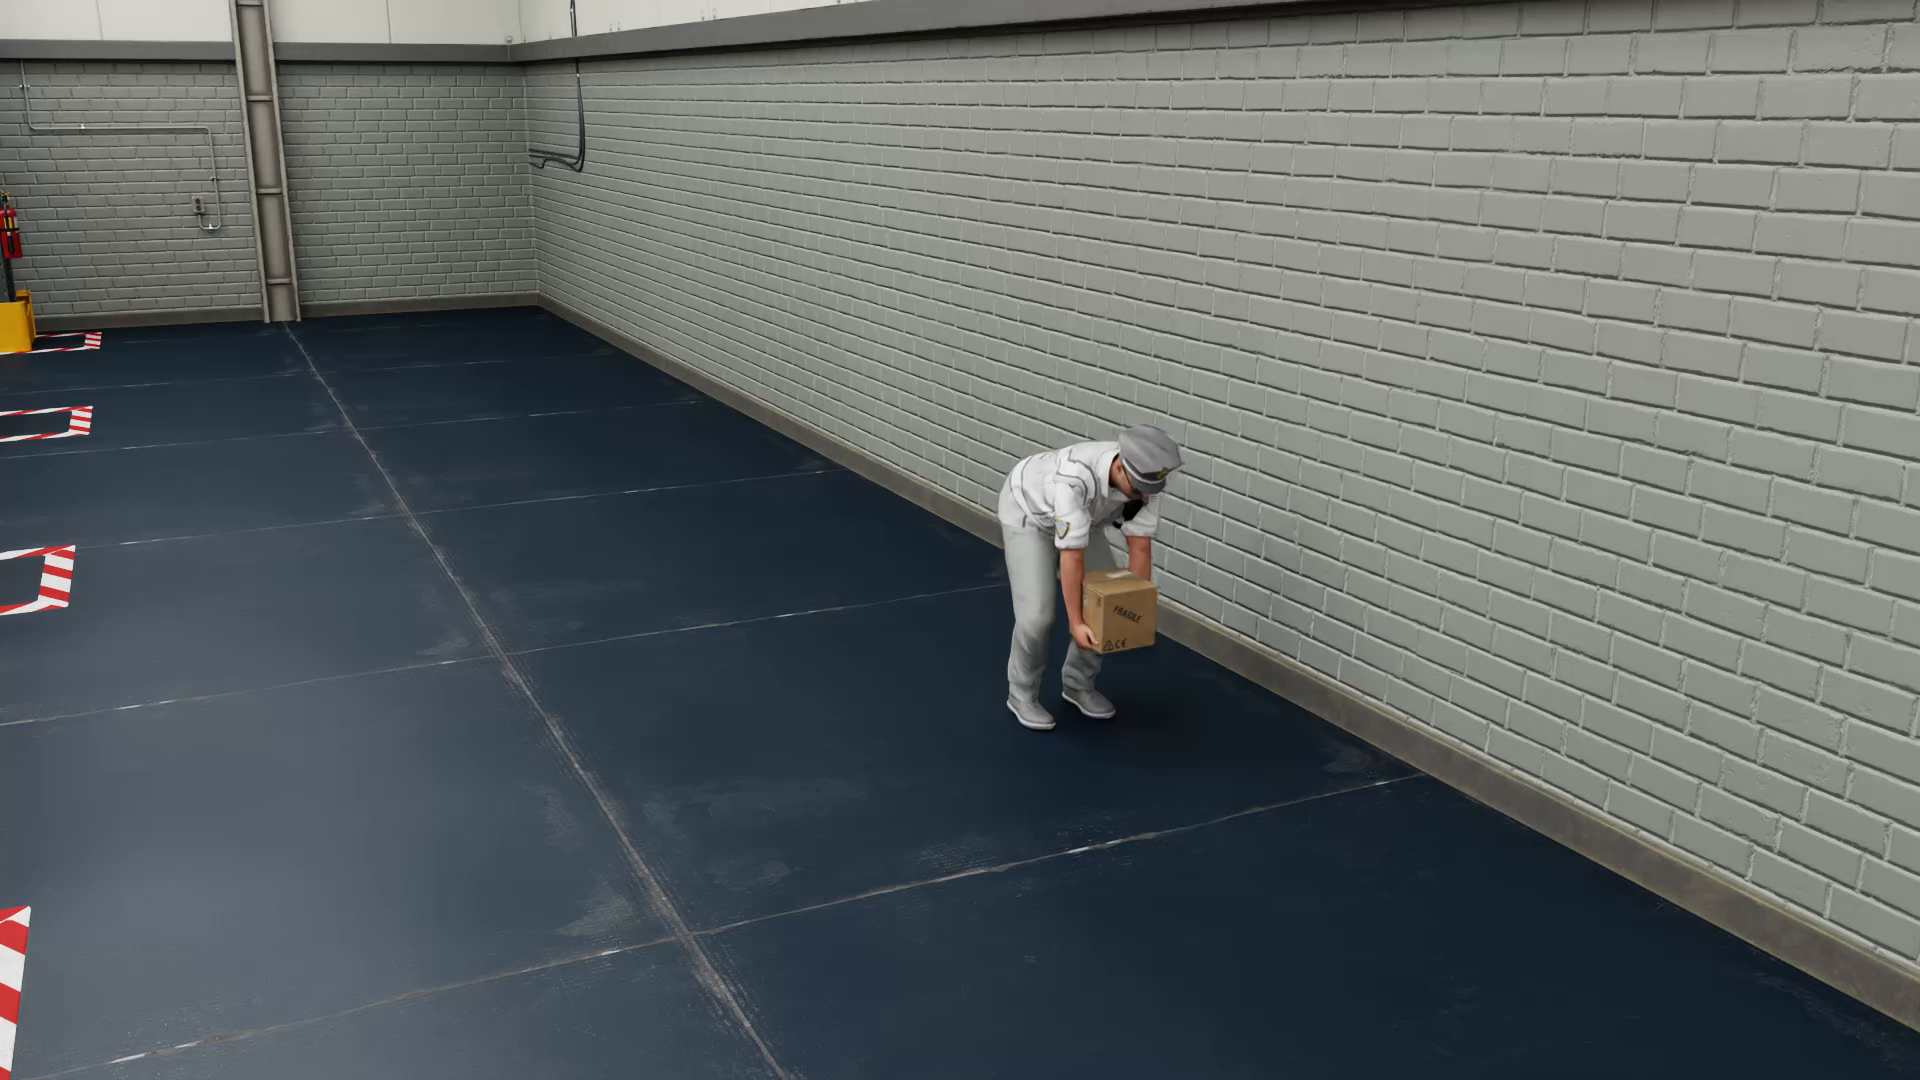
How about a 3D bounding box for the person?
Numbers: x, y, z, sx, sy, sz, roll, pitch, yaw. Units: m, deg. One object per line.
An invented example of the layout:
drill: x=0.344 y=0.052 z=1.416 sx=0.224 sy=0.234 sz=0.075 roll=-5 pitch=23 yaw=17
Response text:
person: x=0.521 y=0.148 z=6.759 sx=0.495 sy=1.339 sz=0.987 roll=-8 pitch=17 yaw=-27
